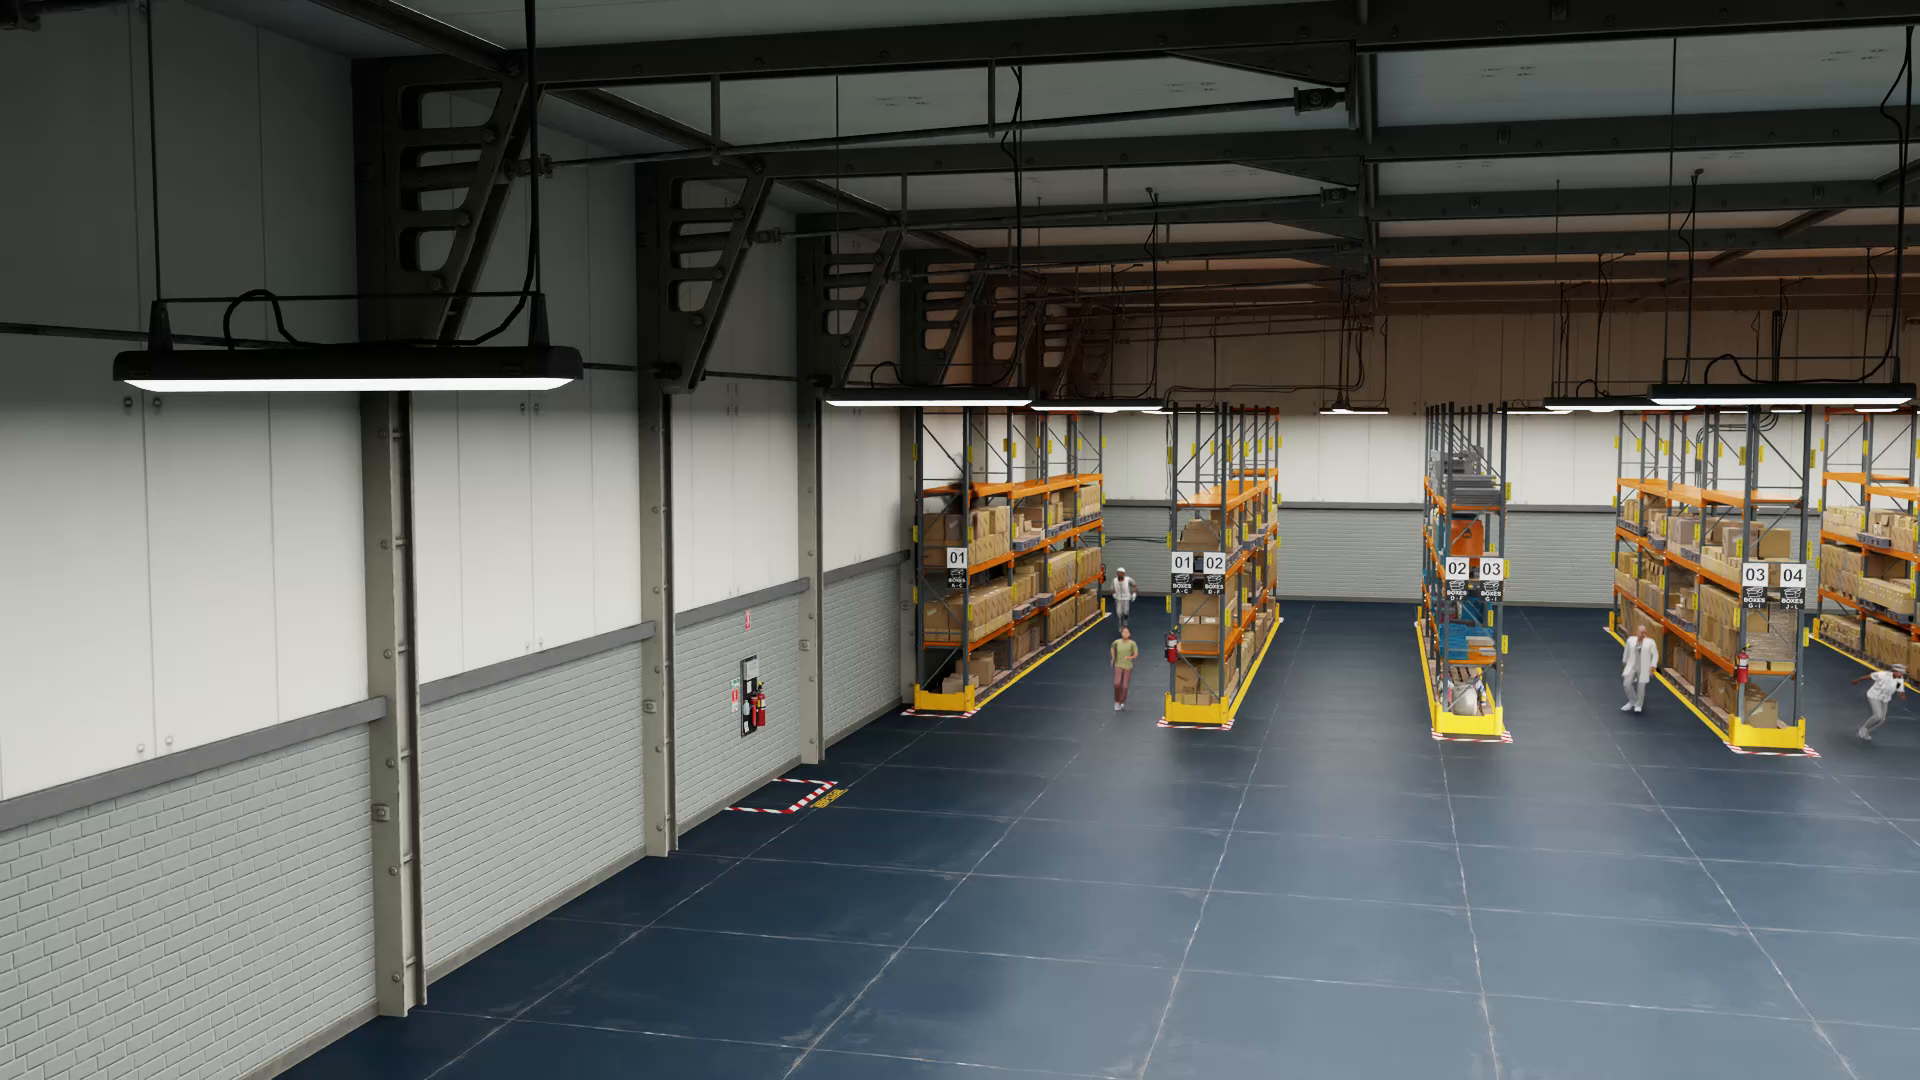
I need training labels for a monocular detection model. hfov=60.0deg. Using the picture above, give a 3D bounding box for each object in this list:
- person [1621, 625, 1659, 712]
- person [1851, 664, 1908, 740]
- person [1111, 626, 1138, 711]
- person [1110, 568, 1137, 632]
[{"bbox_3d":[13.094,2.480,32.040,0.701,1.722,0.770,2,5,30],"label":"person"},{"bbox_3d":[16.221,2.847,29.226,0.561,1.417,0.976,-1,4,-11],"label":"person"},{"bbox_3d":[3.201,2.504,32.446,0.546,1.651,0.644,1,4,8],"label":"person"},{"bbox_3d":[4.311,1.600,44.104,0.706,1.731,0.655,1,4,15],"label":"person"}]
